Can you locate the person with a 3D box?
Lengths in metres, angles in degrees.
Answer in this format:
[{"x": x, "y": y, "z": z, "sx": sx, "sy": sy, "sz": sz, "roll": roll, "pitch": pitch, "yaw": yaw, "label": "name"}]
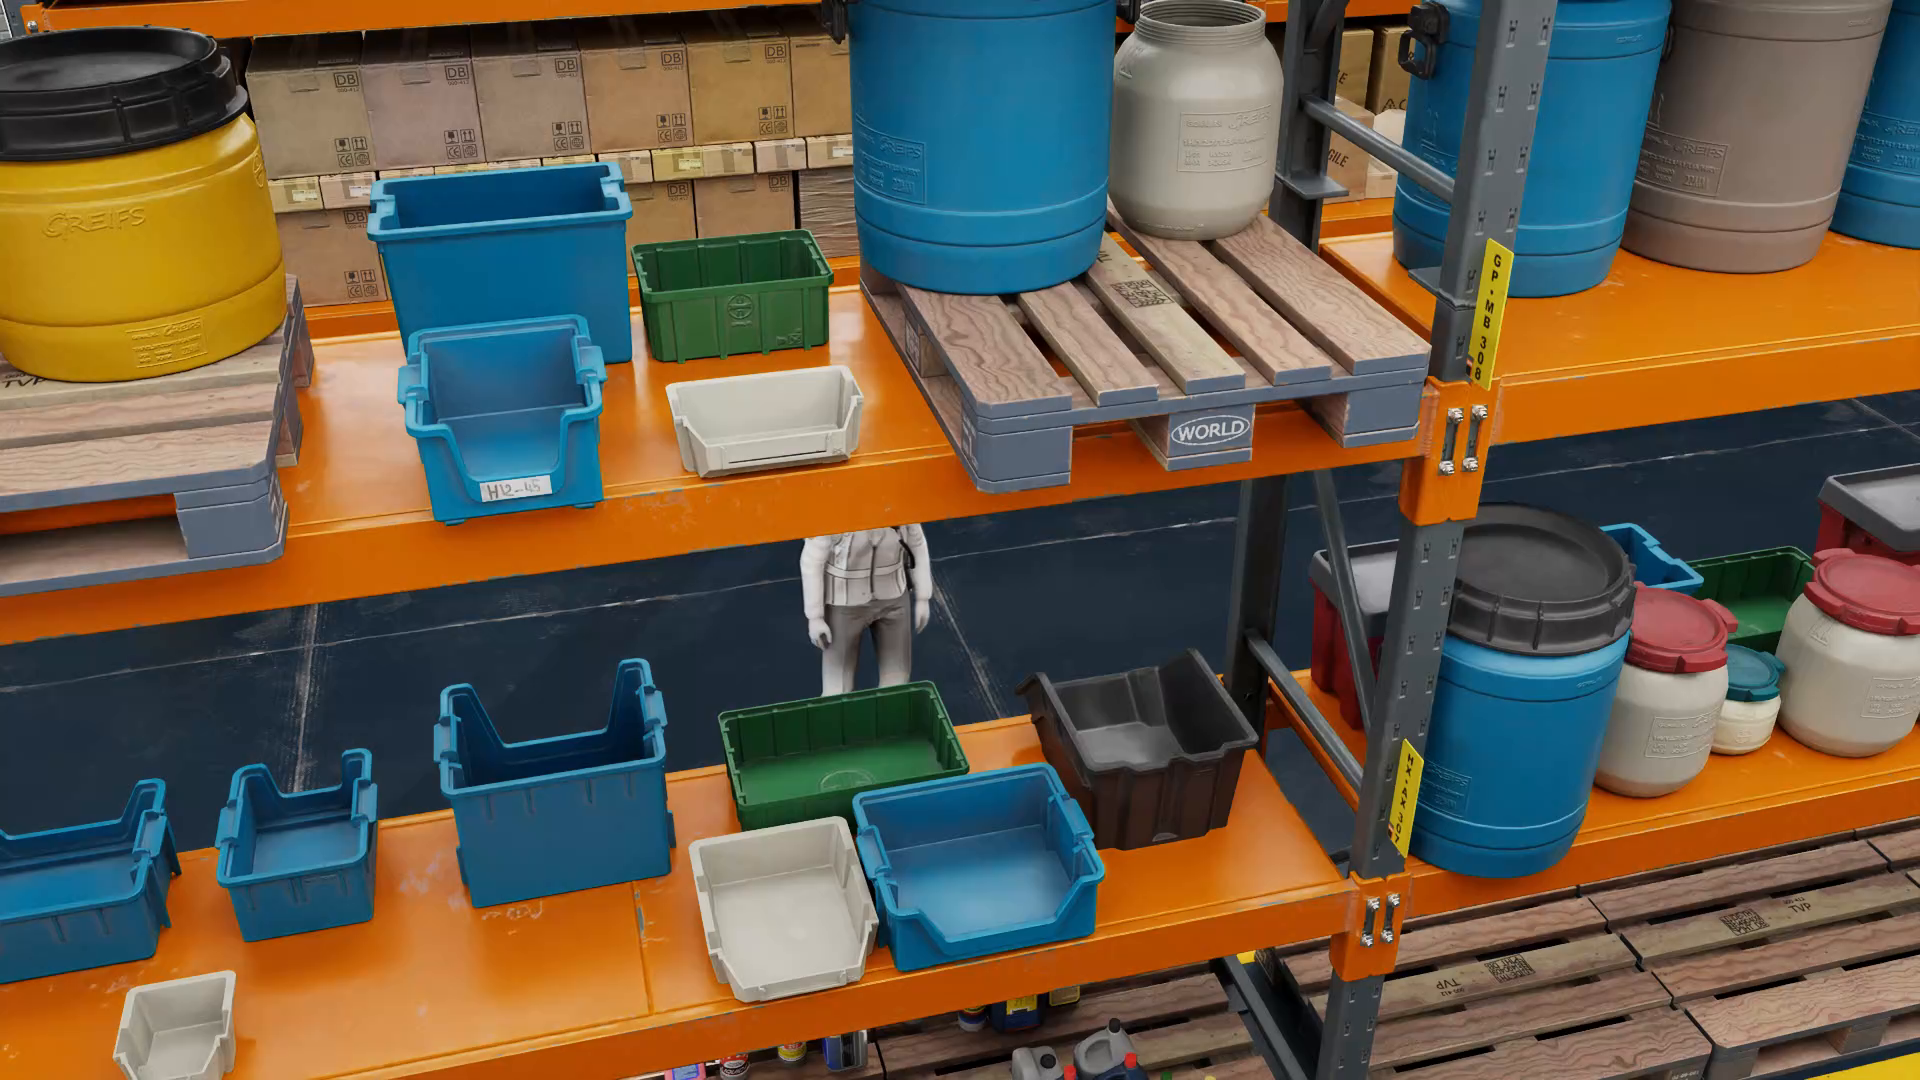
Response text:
[{"x": -0.360, "y": 0.281, "z": 6.651, "sx": 0.540, "sy": 1.661, "sz": 0.415, "roll": -10, "pitch": 32, "yaw": -16, "label": "person"}]
